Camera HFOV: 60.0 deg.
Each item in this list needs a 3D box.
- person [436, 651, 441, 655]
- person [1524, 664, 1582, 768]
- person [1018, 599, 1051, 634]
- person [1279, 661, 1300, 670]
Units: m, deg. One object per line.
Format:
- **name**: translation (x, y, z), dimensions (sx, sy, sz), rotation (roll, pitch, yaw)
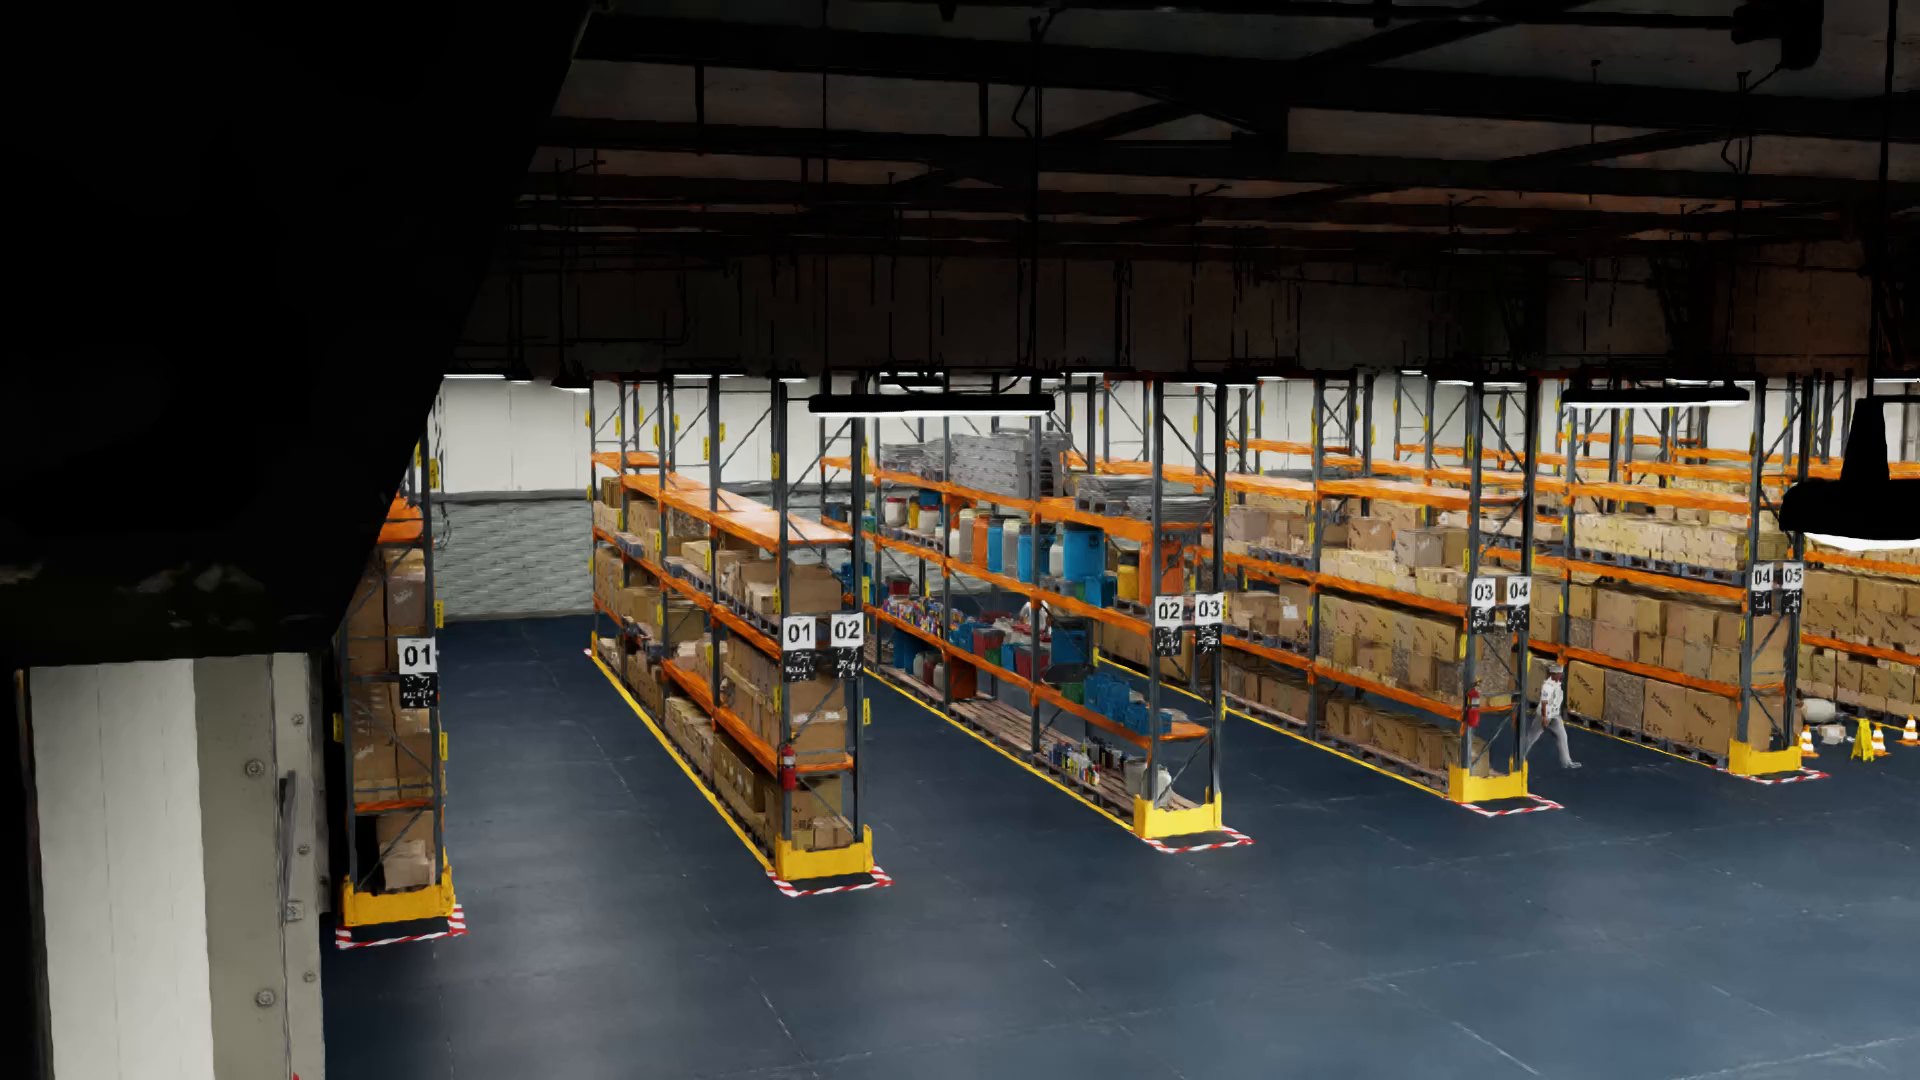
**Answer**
- **person**: translation (-11.243, 1.620, 34.826), dimensions (0.420, 1.667, 0.647), rotation (1, 6, 9)
- **person**: translation (9.040, 2.683, 25.516), dimensions (0.494, 1.624, 0.936), rotation (-6, 9, -43)
- **person**: translation (1.488, 1.814, 32.851), dimensions (0.702, 1.735, 0.549), rotation (-3, 7, -22)
- **person**: translation (6.718, 1.720, 33.613), dimensions (0.567, 1.736, 1.044), rotation (-2, 7, -21)
